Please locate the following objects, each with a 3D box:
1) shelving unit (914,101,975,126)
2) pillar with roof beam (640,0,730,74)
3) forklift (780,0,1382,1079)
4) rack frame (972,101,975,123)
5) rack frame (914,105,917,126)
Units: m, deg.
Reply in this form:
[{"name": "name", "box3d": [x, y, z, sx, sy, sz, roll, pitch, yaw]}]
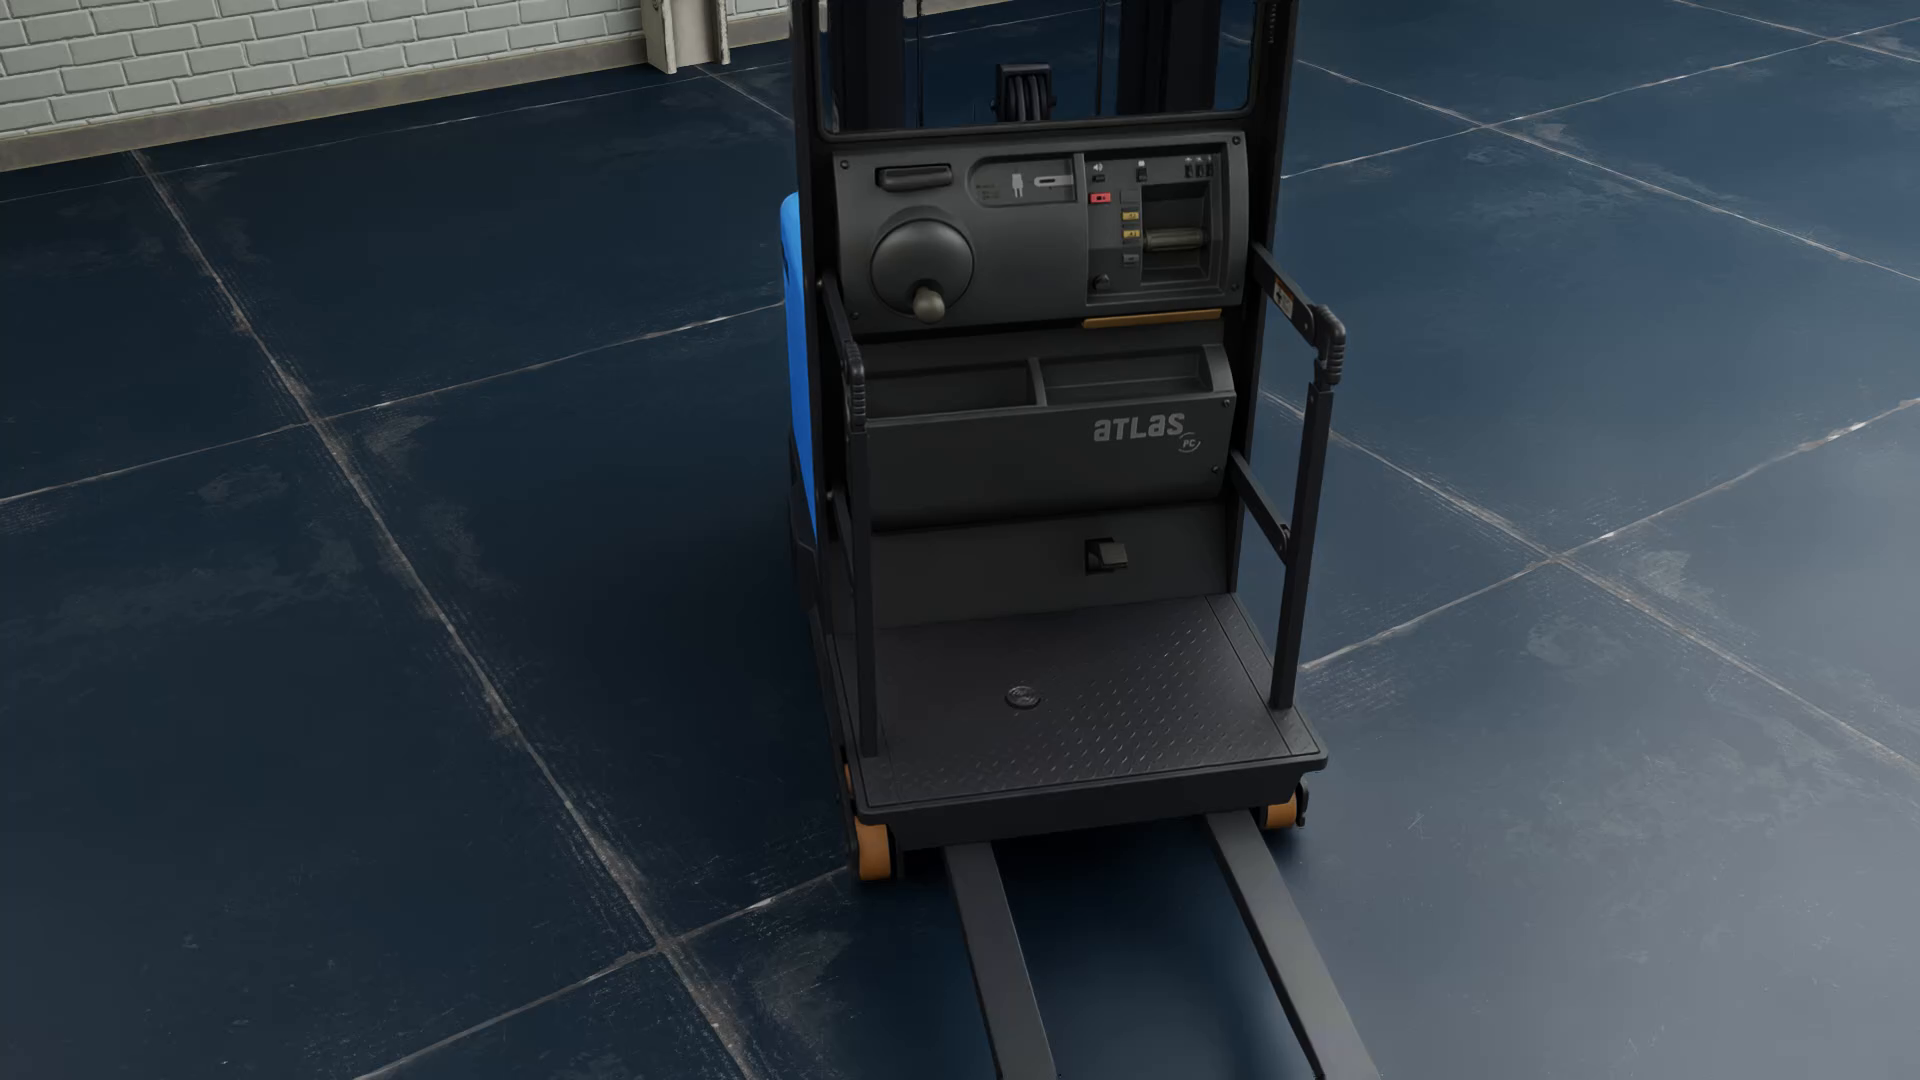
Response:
[{"name": "shelving unit", "box3d": [-0.026, -0.783, 5.366, 0.189, 1.200, 0.258, -6, 33, -10]}, {"name": "pillar with roof beam", "box3d": [0.756, -4.649, 4.186, 0.400, 9.000, 9.100, -19, 37, -27]}, {"name": "forklift", "box3d": [0.229, -0.640, 3.517, 1.130, 2.935, 3.031, -6, 33, -9]}, {"name": "rack frame", "box3d": [0.064, -0.792, 5.382, 0.006, 1.200, 0.240, -6, 33, -10]}, {"name": "rack frame", "box3d": [-0.116, -0.773, 5.350, 0.006, 1.200, 0.240, -6, 33, -10]}]
